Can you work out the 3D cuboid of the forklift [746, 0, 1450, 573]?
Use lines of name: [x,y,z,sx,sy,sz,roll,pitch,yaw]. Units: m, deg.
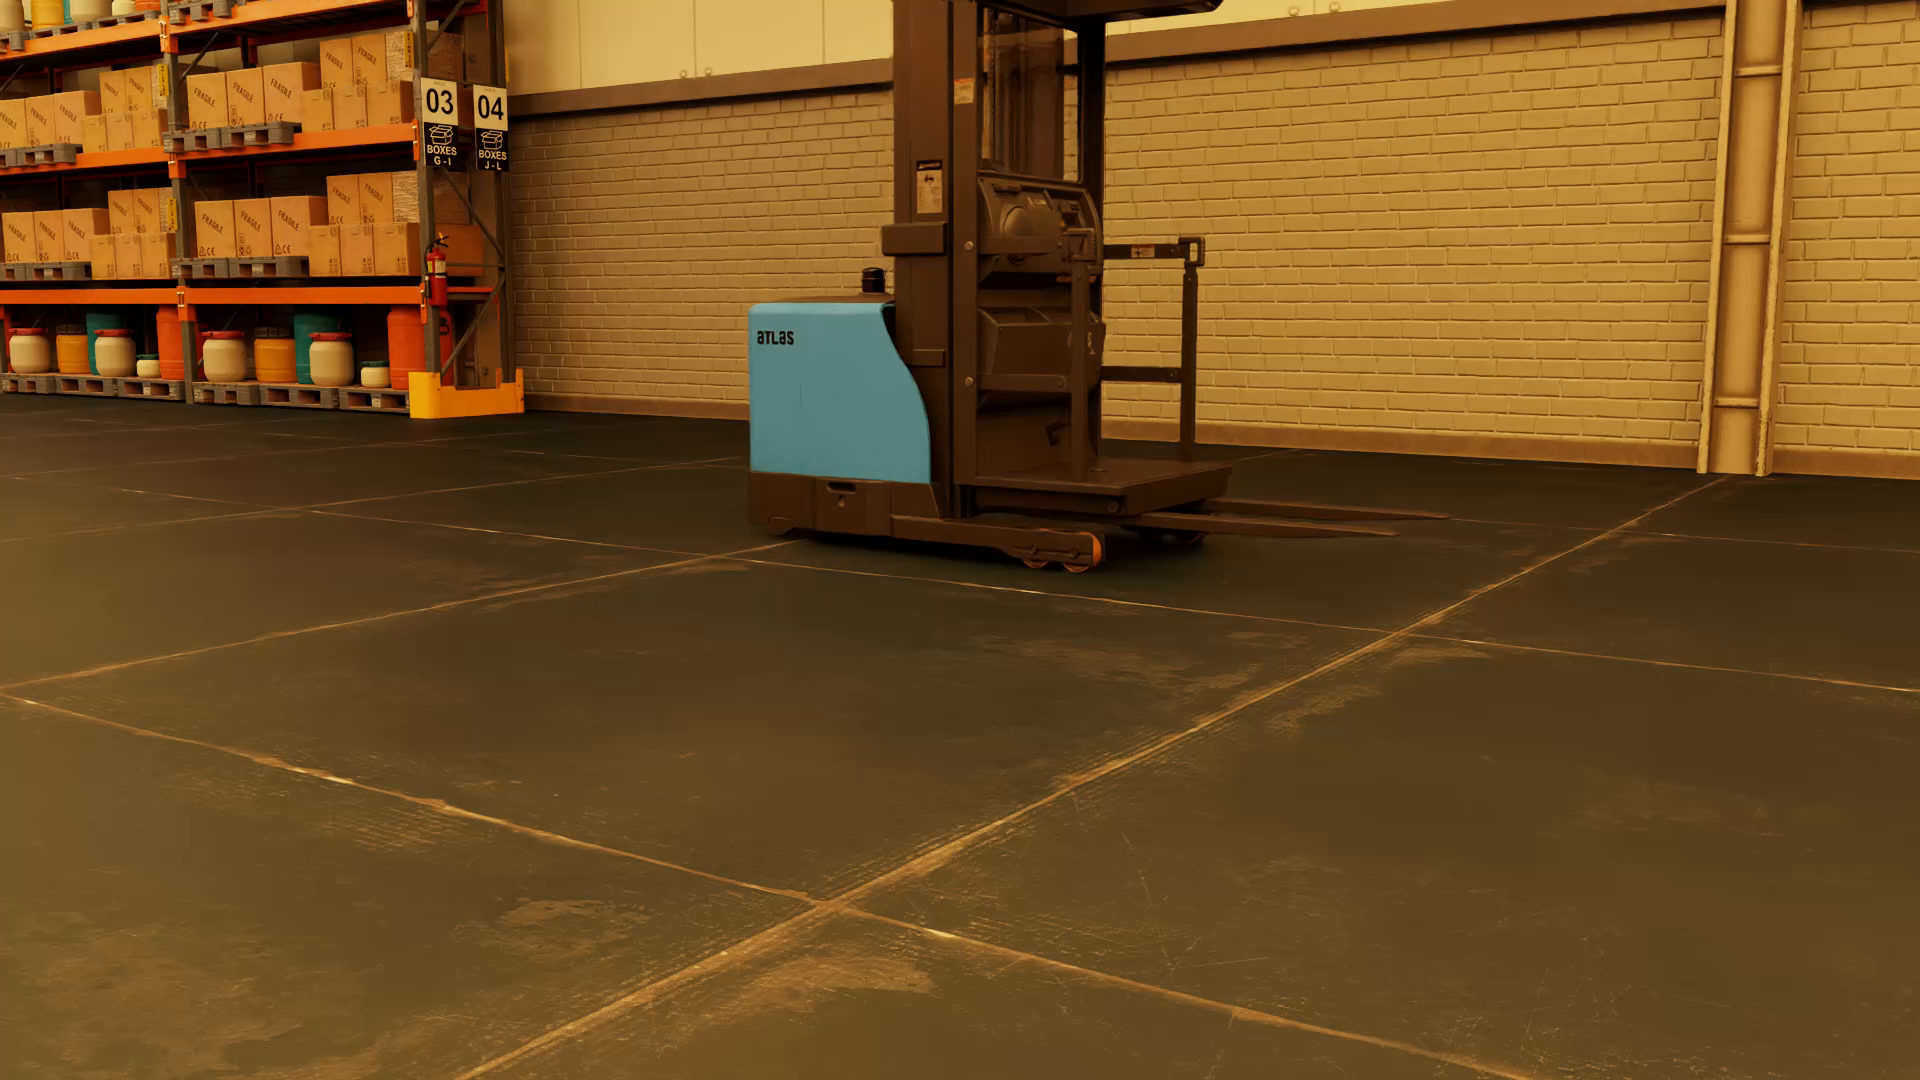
forklift: [0.528,-1.405,7.072,3.031,2.935,1.130,5,10,33]
